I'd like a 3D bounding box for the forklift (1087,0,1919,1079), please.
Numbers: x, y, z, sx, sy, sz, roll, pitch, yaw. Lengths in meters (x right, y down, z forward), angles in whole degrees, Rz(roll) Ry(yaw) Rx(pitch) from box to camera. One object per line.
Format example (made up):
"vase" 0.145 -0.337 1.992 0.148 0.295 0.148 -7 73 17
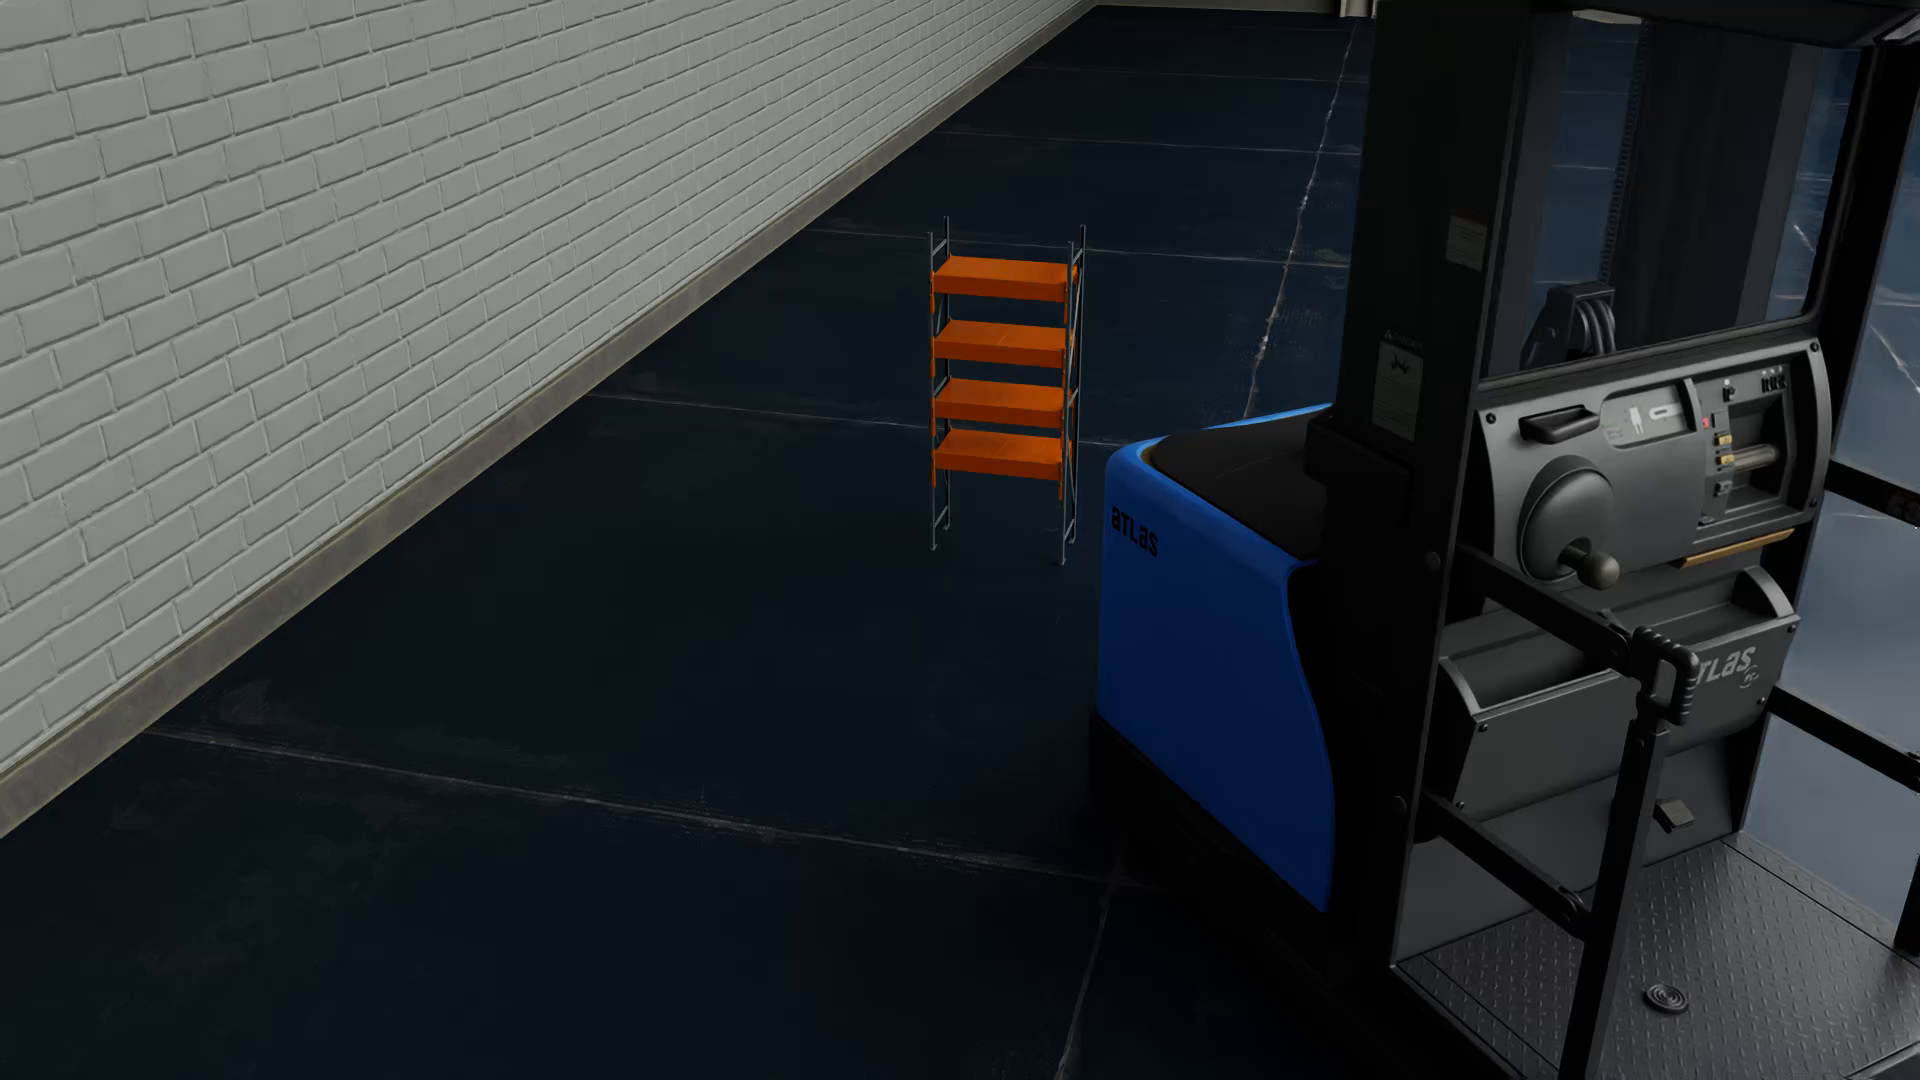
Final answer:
"forklift" 1.480 -0.125 3.103 1.130 2.935 3.031 -12 28 -24

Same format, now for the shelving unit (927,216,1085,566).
"shelving unit" 0.160 -0.524 5.955 0.503 1.200 0.258 6 26 13

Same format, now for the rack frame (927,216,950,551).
"rack frame" -0.076 -0.550 6.010 0.015 1.200 0.240 6 26 13

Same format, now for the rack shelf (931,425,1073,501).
"rack shelf" 0.160 -0.284 6.069 0.480 0.148 0.258 6 26 13

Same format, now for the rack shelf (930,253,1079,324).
"rack shelf" 0.160 -0.879 5.786 0.480 0.148 0.258 6 26 13

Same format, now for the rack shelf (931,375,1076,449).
"rack shelf" 0.160 -0.463 5.984 0.480 0.148 0.258 6 26 13

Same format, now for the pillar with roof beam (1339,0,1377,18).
"pillar with roof beam" 3.361 -8.111 12.819 0.400 9.000 9.100 6 26 13

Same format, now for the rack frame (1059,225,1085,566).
"rack frame" 0.397 -0.498 5.900 0.015 1.200 0.240 6 26 13

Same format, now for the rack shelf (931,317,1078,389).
"rack shelf" 0.160 -0.665 5.888 0.480 0.148 0.258 6 26 13
